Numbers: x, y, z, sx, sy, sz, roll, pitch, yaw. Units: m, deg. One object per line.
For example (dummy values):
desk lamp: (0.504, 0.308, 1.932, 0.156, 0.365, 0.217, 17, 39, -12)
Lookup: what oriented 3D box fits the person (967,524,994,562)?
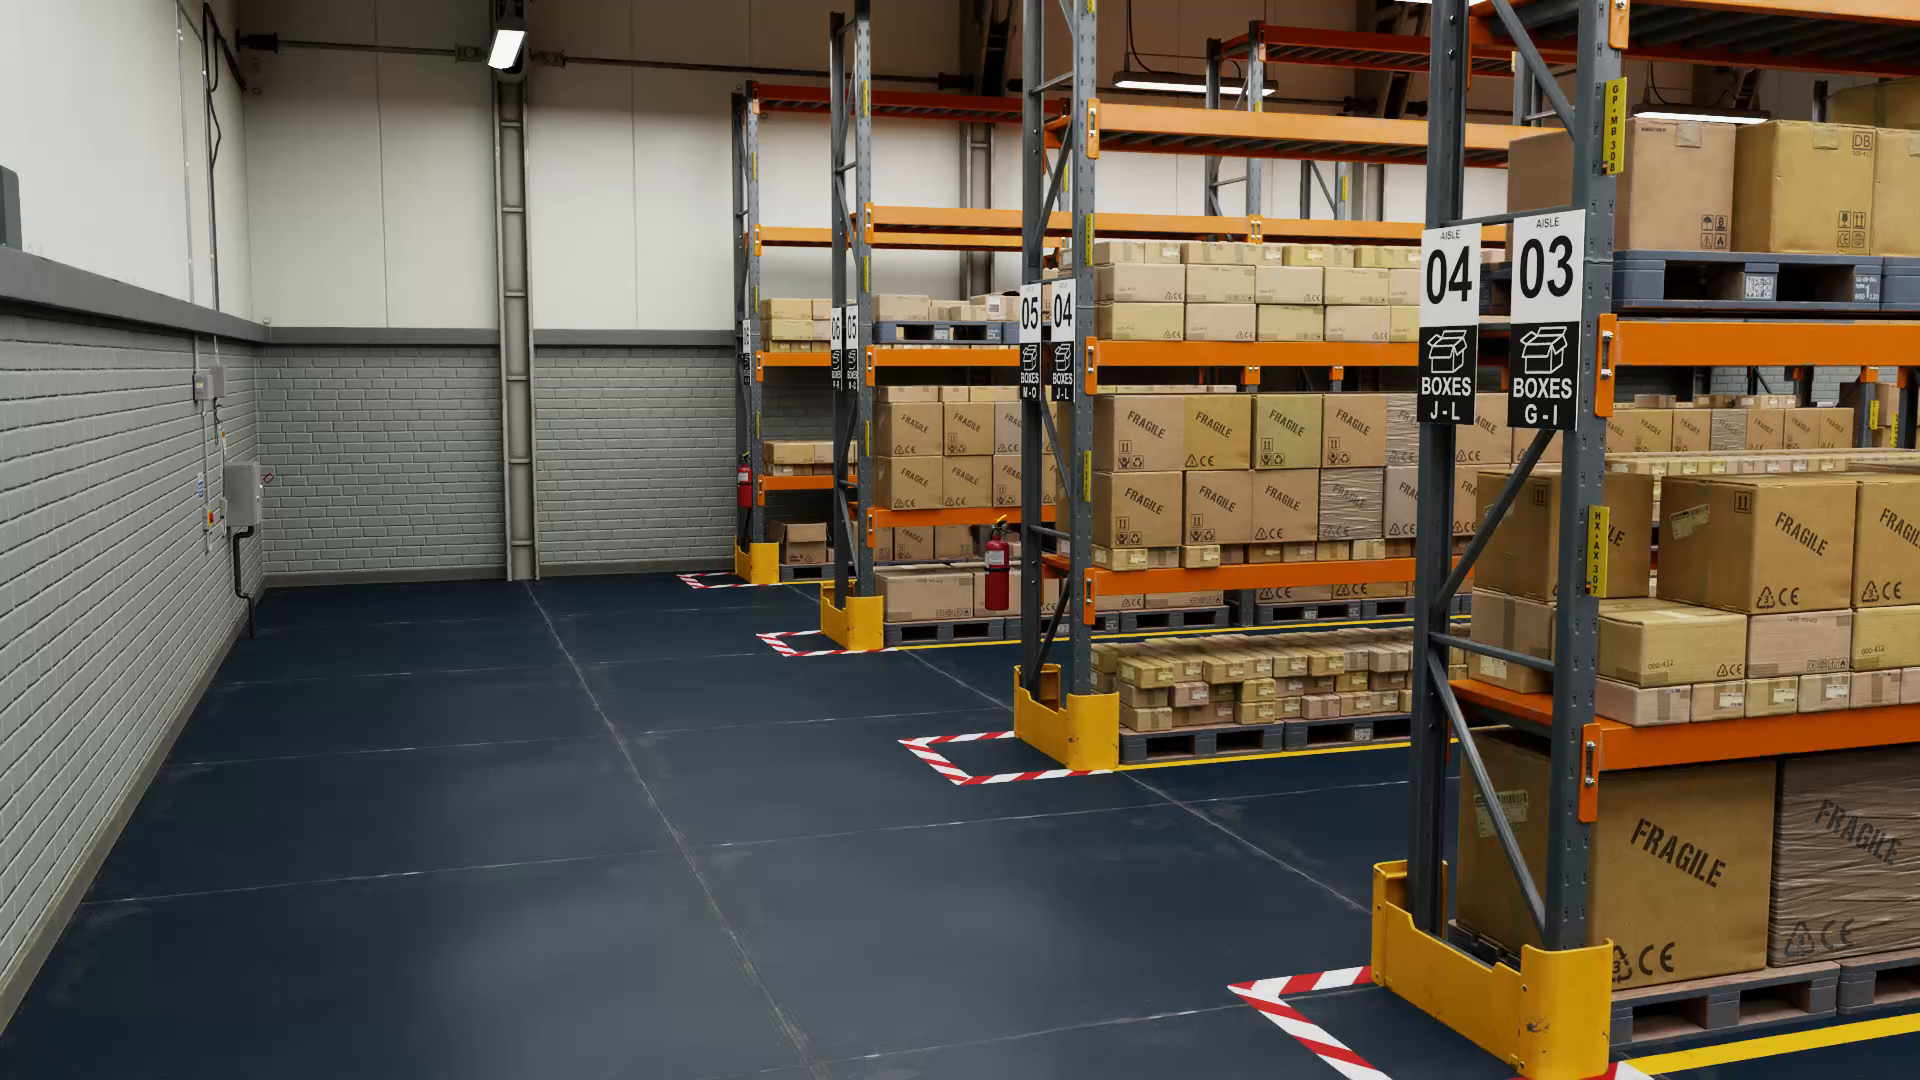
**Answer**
person: (0.307, -0.174, 19.364, 0.438, 1.594, 0.588, -1, 6, -14)
